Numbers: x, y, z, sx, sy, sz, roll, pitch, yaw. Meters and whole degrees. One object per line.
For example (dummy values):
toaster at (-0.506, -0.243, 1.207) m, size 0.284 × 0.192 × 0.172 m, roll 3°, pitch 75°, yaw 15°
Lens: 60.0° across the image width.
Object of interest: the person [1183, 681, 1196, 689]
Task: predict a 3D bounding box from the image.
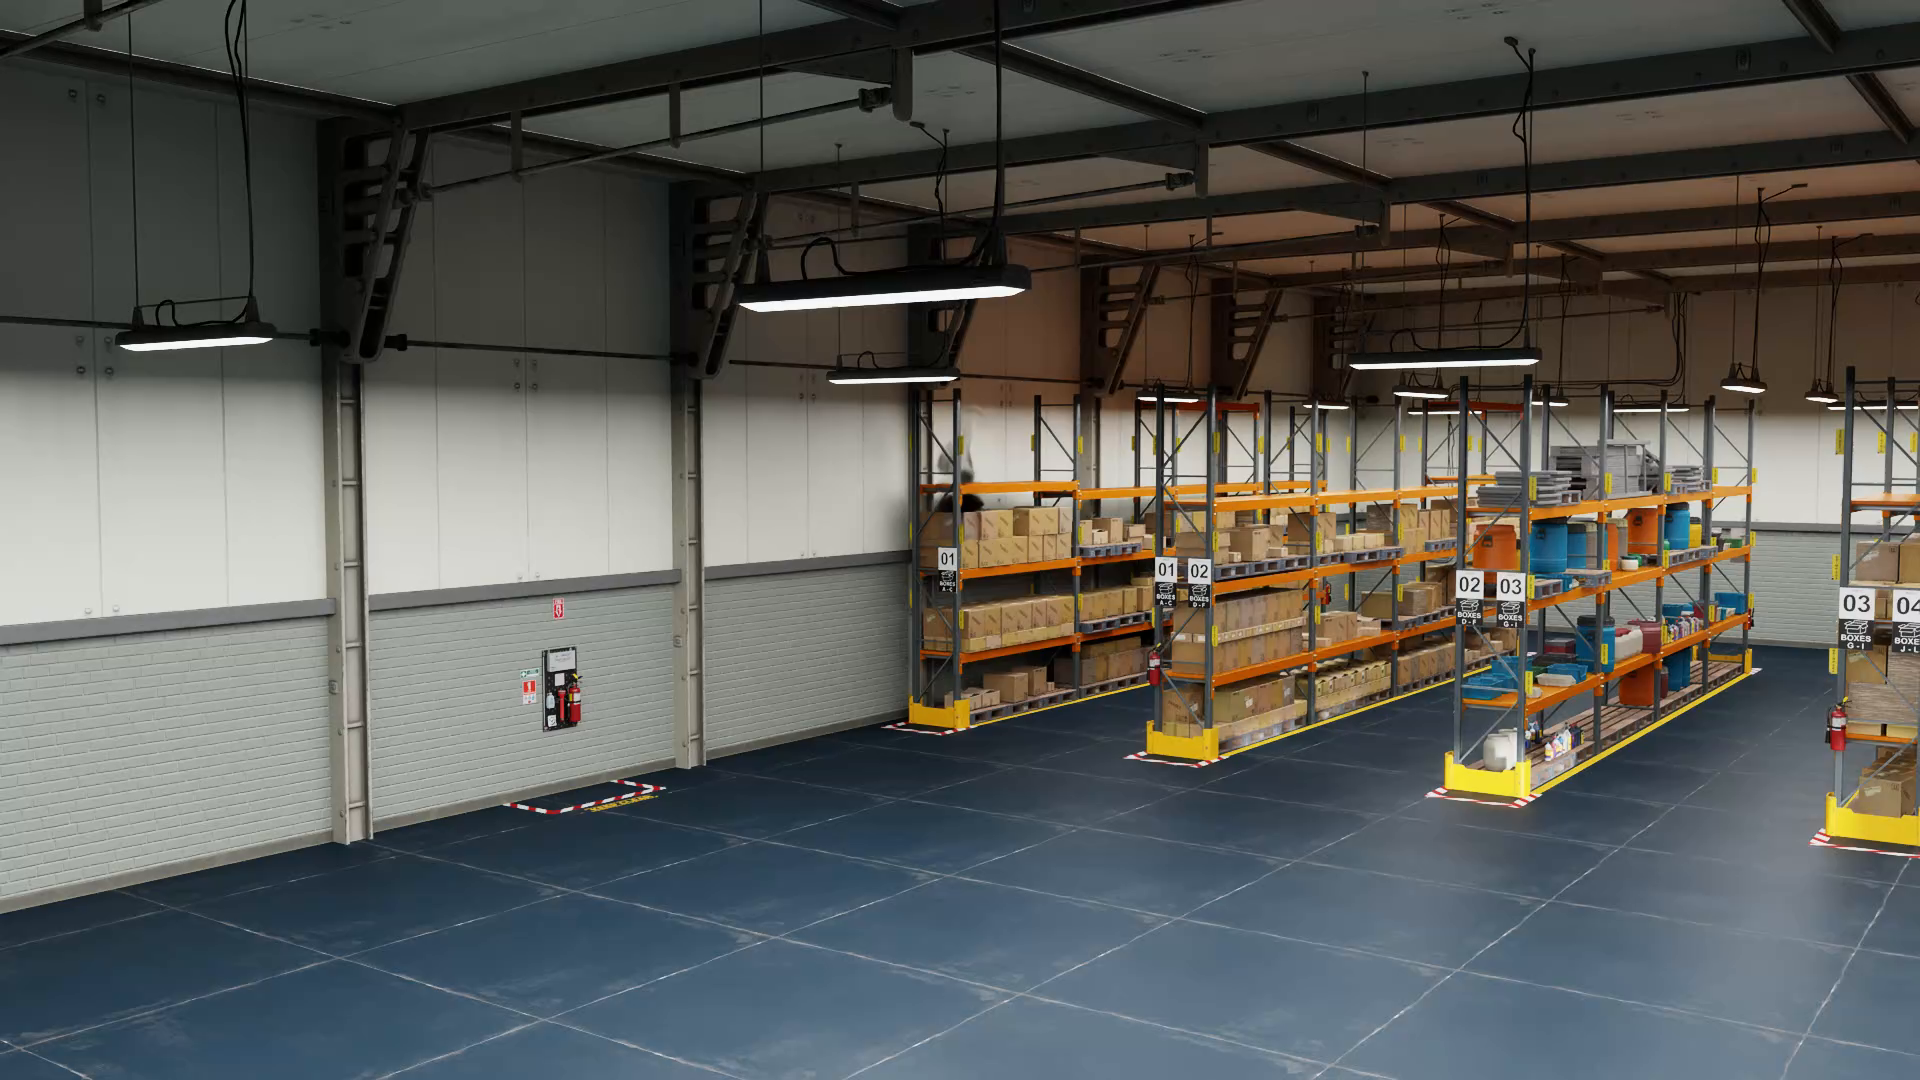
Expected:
person at (4.330, 2.417, 30.686) m, size 0.675 × 1.704 × 0.758 m, roll 2°, pitch 4°, yaw 28°
